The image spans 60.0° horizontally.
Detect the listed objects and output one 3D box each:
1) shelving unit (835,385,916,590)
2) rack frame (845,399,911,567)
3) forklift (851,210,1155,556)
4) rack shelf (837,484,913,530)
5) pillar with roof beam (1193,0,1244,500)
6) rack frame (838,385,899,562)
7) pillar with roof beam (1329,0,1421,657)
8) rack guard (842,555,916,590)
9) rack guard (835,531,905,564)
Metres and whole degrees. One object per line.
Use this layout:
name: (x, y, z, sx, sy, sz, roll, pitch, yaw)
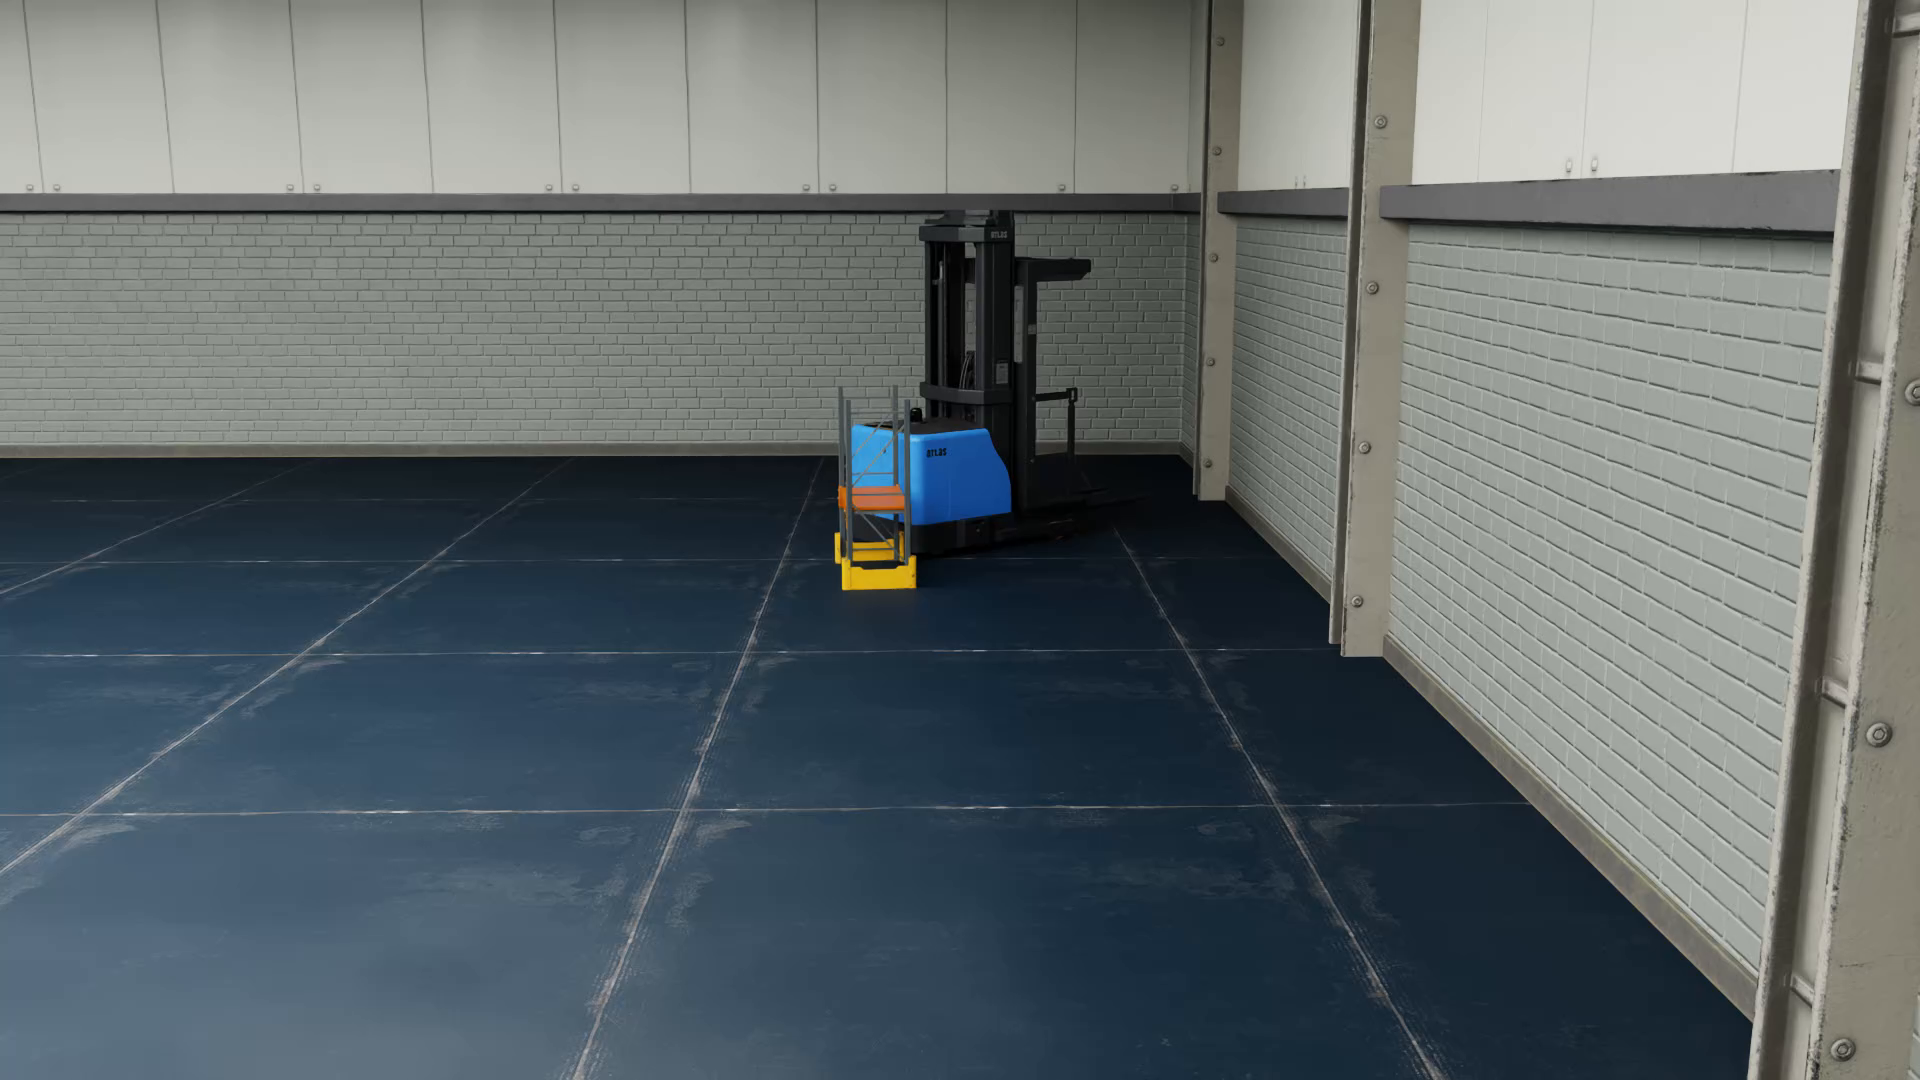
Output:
shelving unit: (-0.703, -0.452, 13.515, 0.587, 1.500, 1.083, -1, 12, -7)
rack frame: (-0.639, -0.354, 13.030, 0.500, 1.500, 0.032, -1, 12, -7)
forklift: (0.491, -1.514, 15.150, 3.031, 2.935, 1.130, -9, 15, -38)
rack shelf: (-0.704, -0.278, 13.559, 0.538, 0.185, 1.000, -1, 12, -7)
pillar with roof beam: (-1.704, -4.840, 16.284, 9.100, 9.000, 0.400, 0, 11, -1)
rack frame: (-0.769, -0.554, 14.018, 0.500, 1.500, 0.032, -1, 12, -7)
pillar with roof beam: (-1.580, -3.647, 10.405, 9.100, 9.000, 0.400, 0, 11, -1)
rack guard: (-0.639, 0.259, 13.155, 0.587, 0.250, 0.087, -1, 12, -7)
rack guard: (-0.766, 0.062, 14.123, 0.587, 0.250, 0.087, -1, 12, -7)
